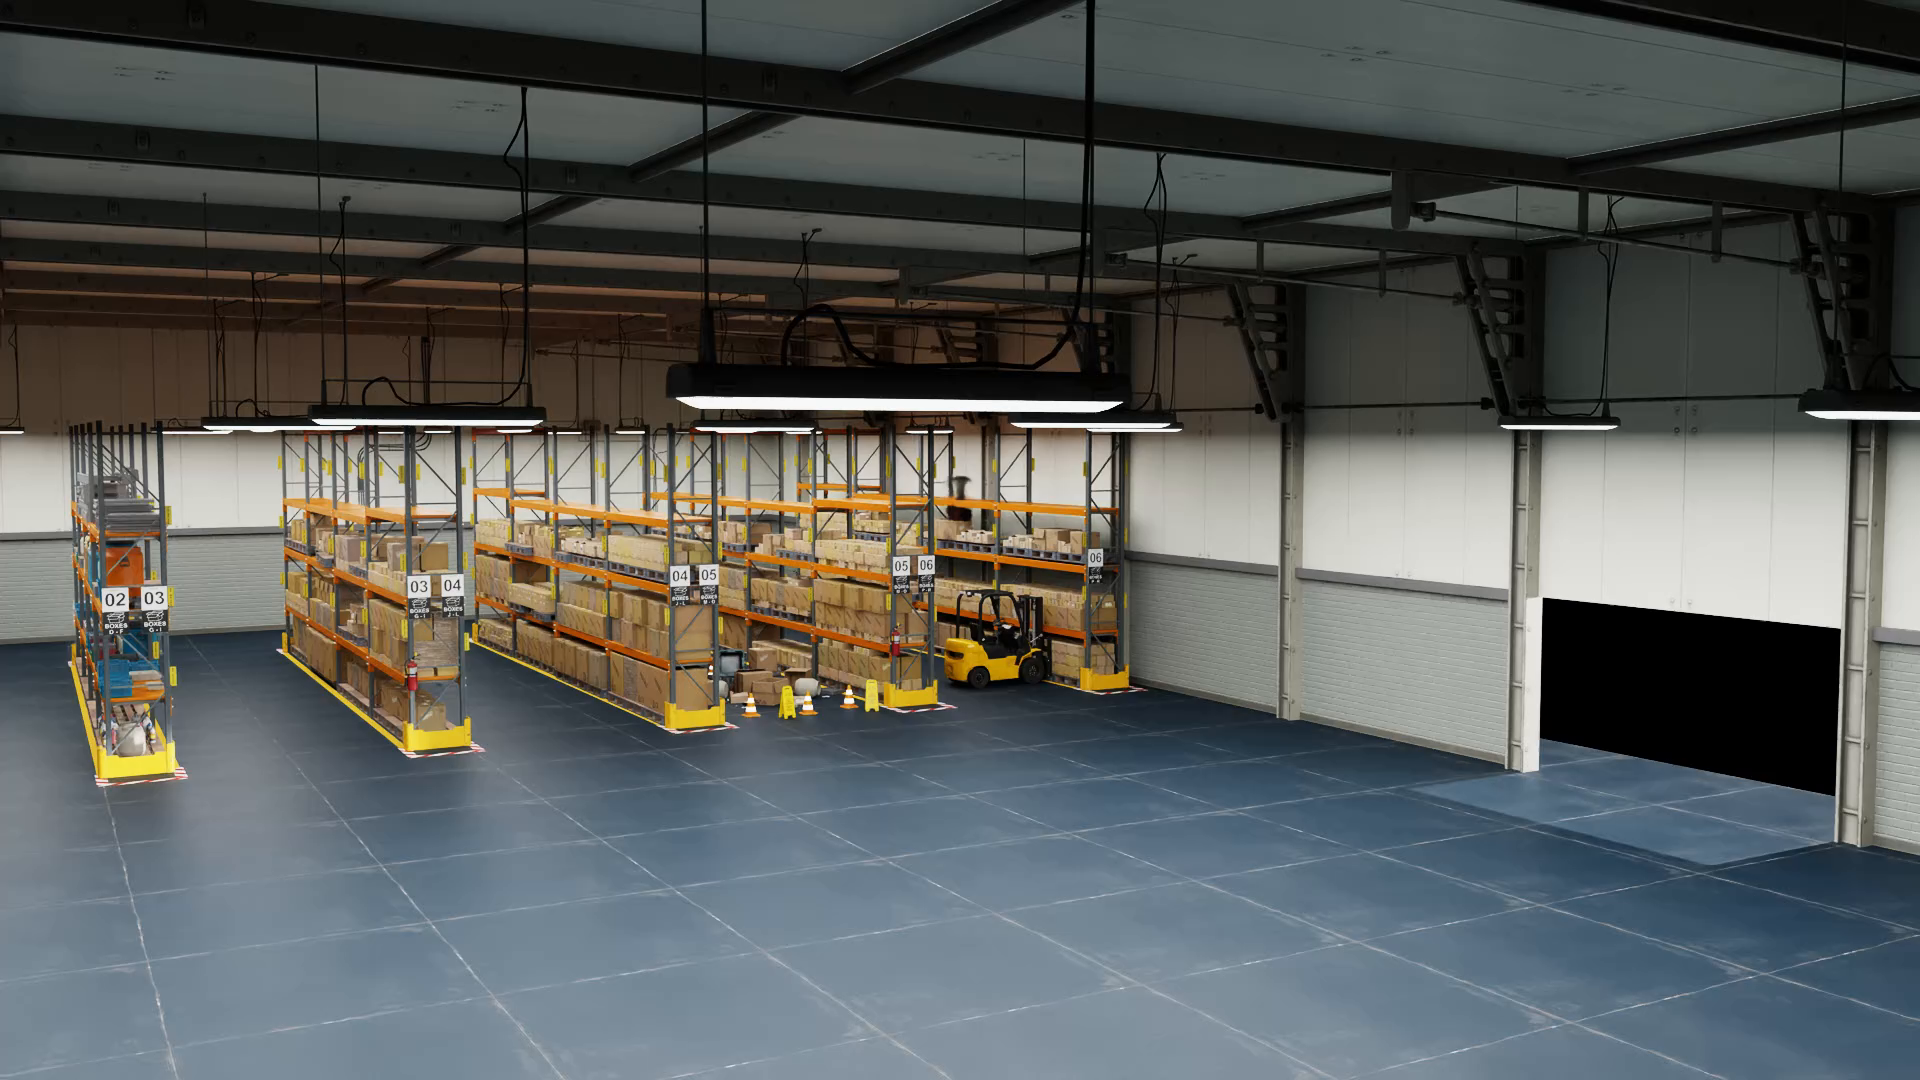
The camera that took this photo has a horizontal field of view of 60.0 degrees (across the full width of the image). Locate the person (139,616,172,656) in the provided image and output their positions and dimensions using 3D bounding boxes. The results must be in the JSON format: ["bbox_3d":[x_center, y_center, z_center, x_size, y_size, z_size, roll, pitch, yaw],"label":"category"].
[{"bbox_3d":[-21.121,2.181,43.390,0.830,1.728,0.717,0,4,4],"label":"person"}]
